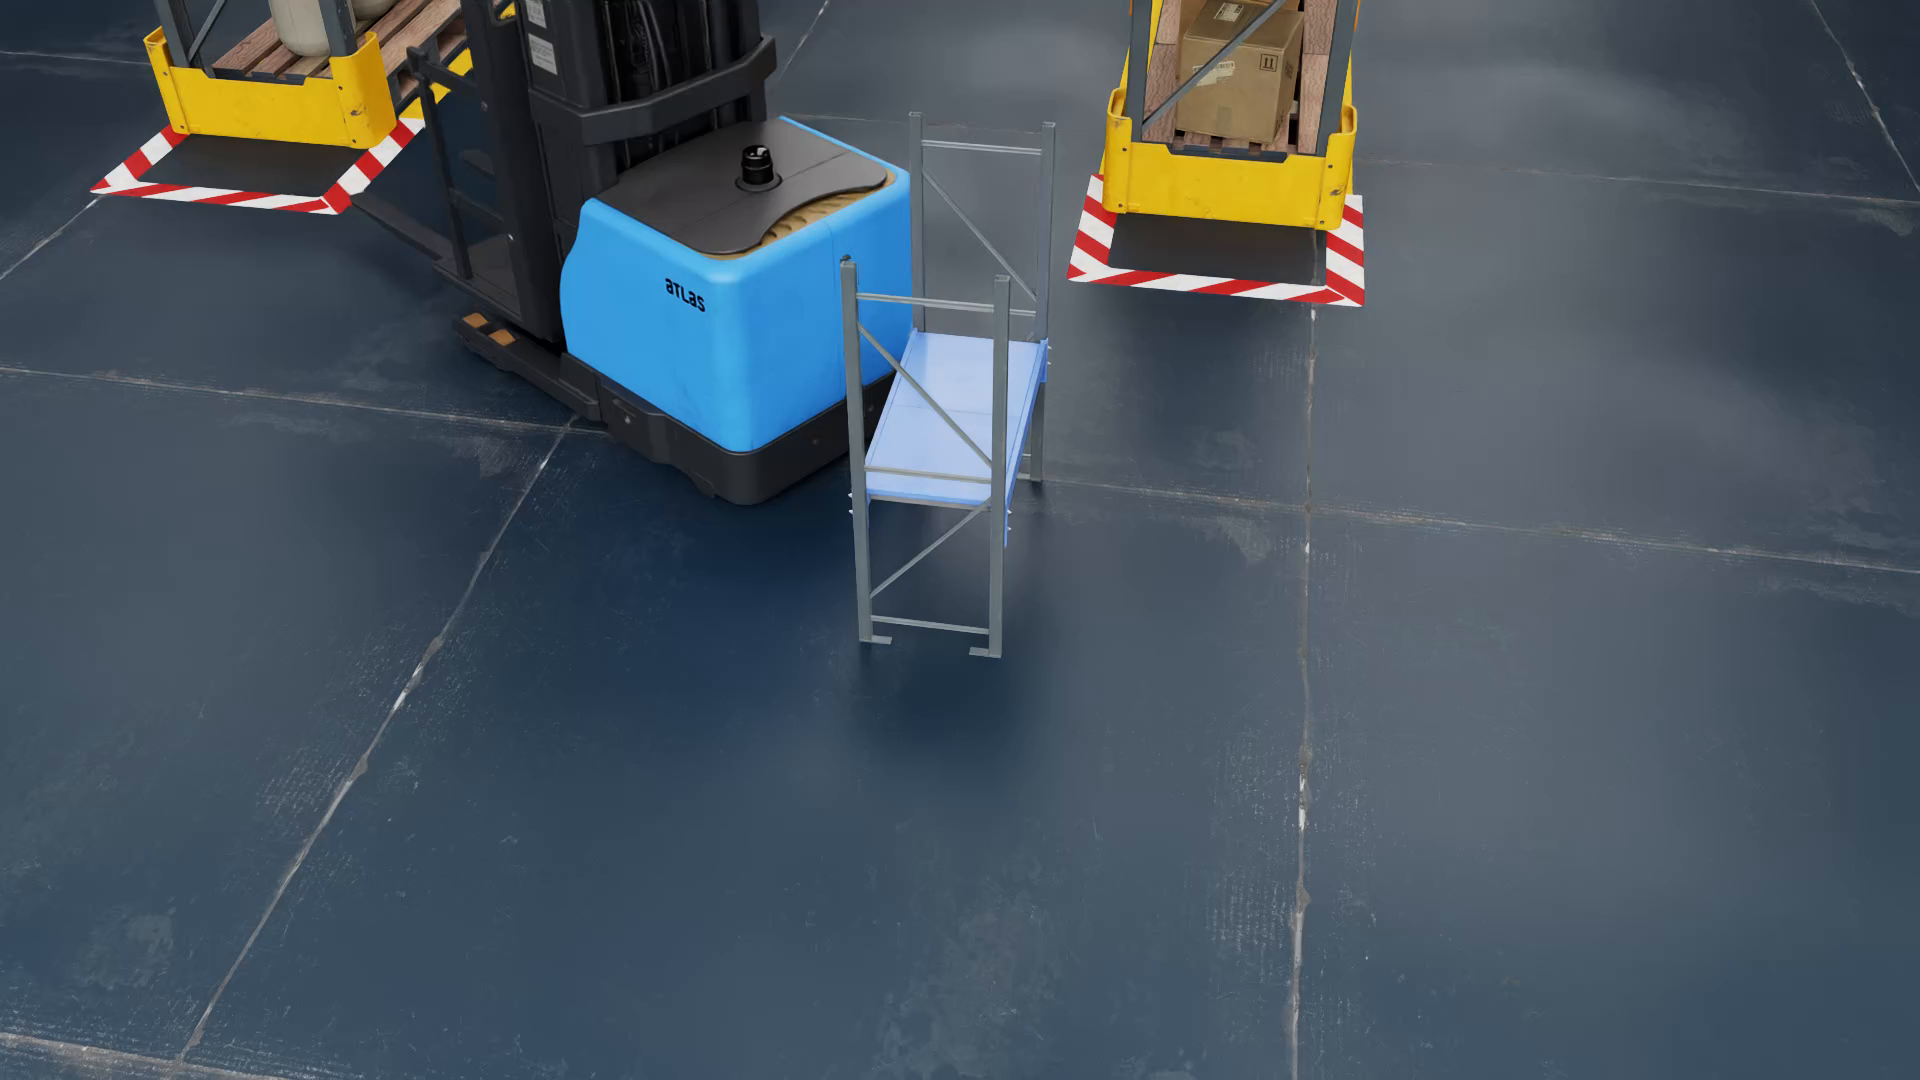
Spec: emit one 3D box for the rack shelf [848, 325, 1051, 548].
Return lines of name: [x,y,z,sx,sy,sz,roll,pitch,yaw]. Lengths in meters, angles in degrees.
rack shelf: [-0.015,-0.386,5.822,0.538,0.185,1.000,6,40,8]

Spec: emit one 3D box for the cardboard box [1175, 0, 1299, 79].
cardboard box: [1.481,-2.744,8.847,0.500,0.500,0.500,17,42,19]

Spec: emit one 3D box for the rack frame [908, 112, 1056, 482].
rack frame: [0.073,-0.844,6.093,0.500,1.500,0.032,6,40,8]

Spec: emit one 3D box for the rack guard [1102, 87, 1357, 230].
rack guard: [1.300,-1.861,8.109,1.175,0.500,0.348,6,40,8]

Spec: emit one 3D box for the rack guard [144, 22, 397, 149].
rack guard: [-3.625,-2.412,8.776,1.175,0.500,0.348,6,40,8]

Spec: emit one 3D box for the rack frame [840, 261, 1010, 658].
rack frame: [-0.103,-0.205,5.321,0.500,1.500,0.032,6,40,8]

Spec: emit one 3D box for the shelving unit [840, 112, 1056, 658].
shelving unit: [-0.015,-0.524,5.707,0.538,1.500,1.048,6,40,8]

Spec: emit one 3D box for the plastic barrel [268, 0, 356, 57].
plastic barrel: [-3.553,-2.947,9.084,0.421,0.512,0.421,0,40,0]

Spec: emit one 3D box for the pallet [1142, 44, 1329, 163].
pallet: [1.475,-2.256,8.813,1.003,0.211,1.213,6,40,8]

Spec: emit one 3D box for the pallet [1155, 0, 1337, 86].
pallet: [1.688,-3.019,9.736,1.003,0.211,1.213,6,40,8]

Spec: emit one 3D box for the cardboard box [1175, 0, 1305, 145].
cardboard box: [1.411,-2.365,8.389,0.500,0.500,0.500,14,41,16]

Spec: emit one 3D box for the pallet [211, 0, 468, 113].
pallet: [-3.479,-2.810,9.484,1.003,0.211,1.213,6,40,8]

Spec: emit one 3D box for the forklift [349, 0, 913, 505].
forklift: [-1.557,-2.080,6.465,3.031,2.935,1.130,31,48,32]

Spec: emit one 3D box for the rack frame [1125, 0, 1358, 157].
rack frame: [1.287,-2.777,7.255,1.000,3.000,0.127,6,40,8]

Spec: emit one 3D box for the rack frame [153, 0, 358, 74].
rack frame: [-3.592,-3.323,7.915,1.000,3.000,0.127,6,40,8]

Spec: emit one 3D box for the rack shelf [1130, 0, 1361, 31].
rack shelf: [1.633,-3.755,9.002,1.077,0.370,4.000,6,40,8]

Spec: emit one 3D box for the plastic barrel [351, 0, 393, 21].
plastic barrel: [-3.466,-3.262,9.464,0.421,0.512,0.421,0,40,0]

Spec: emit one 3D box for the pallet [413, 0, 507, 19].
pallet: [-3.266,-3.574,10.407,1.003,0.211,1.213,6,40,8]
